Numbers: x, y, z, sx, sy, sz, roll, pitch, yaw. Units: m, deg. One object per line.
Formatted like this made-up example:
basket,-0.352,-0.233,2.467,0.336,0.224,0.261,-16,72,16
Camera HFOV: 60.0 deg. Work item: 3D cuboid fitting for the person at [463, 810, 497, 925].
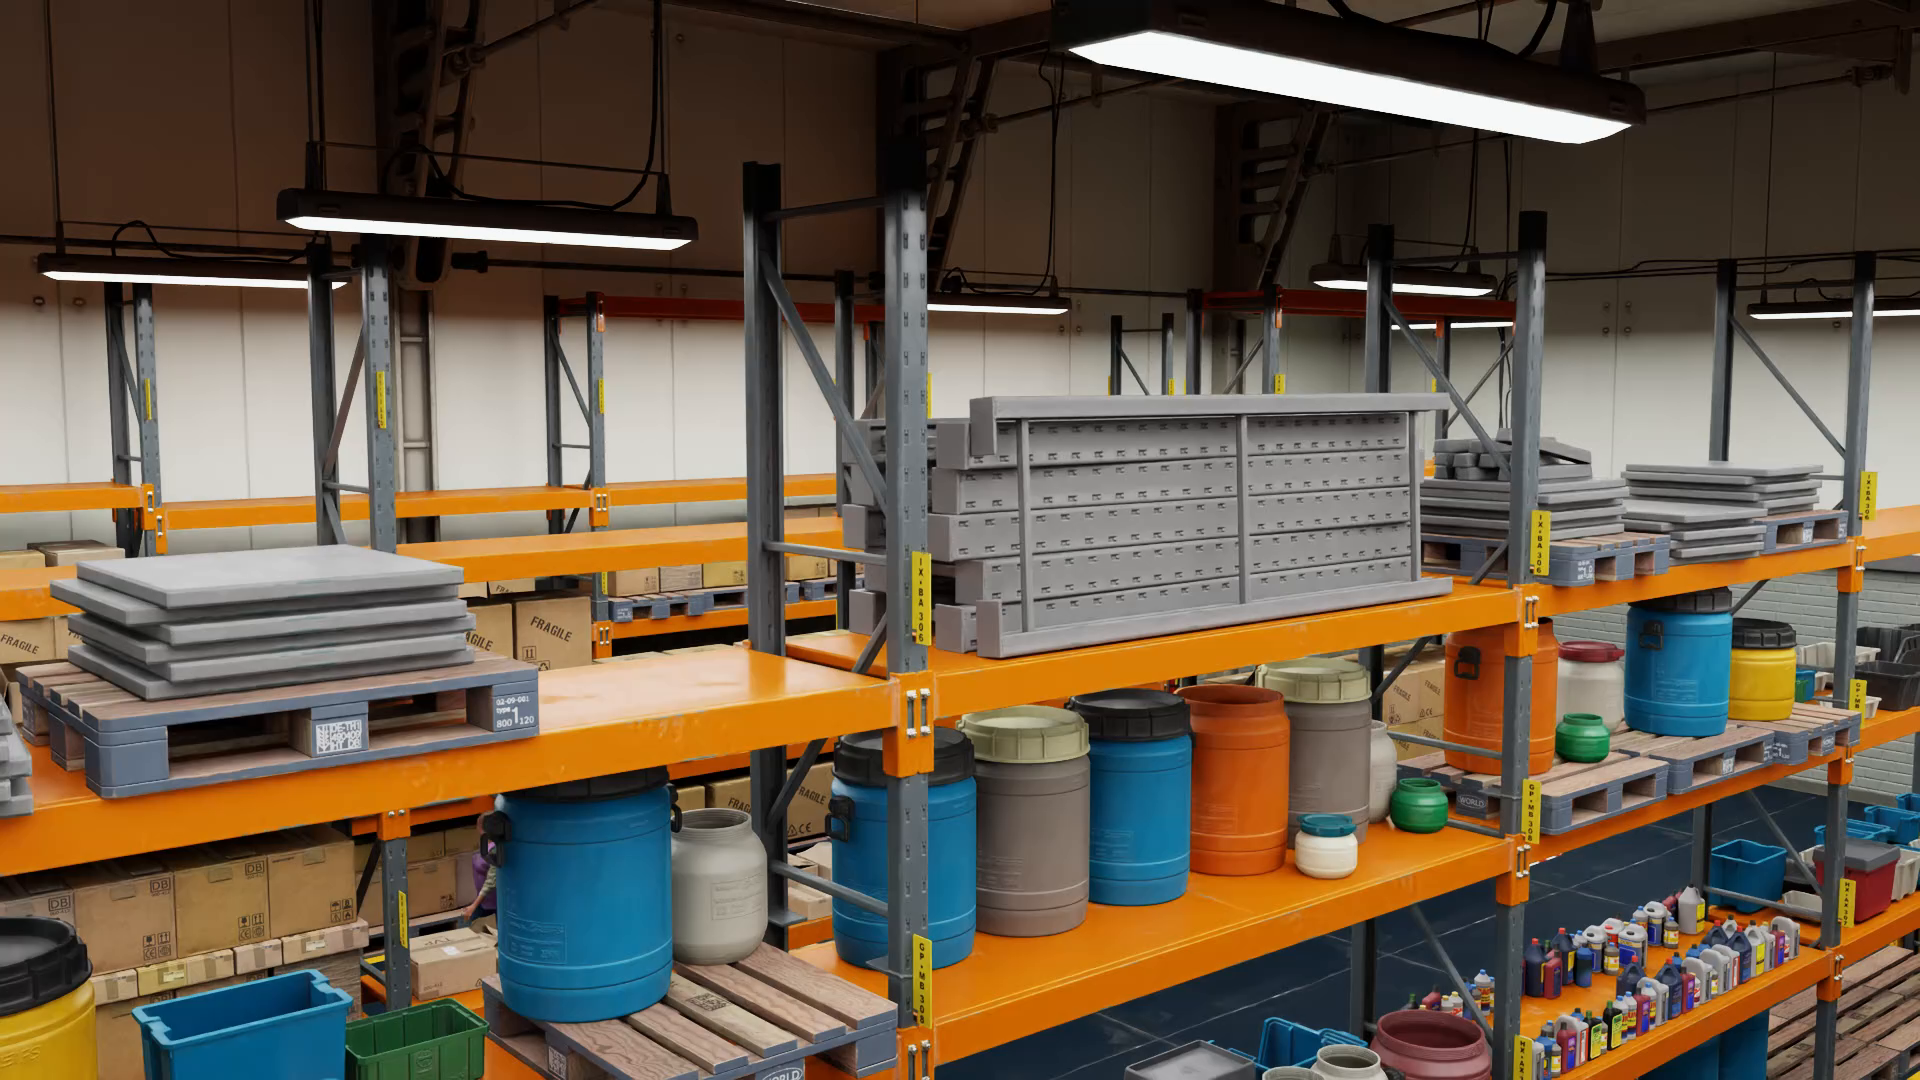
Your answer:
person,-3.988,3.035,13.877,0.932,1.553,0.436,-4,7,-33
